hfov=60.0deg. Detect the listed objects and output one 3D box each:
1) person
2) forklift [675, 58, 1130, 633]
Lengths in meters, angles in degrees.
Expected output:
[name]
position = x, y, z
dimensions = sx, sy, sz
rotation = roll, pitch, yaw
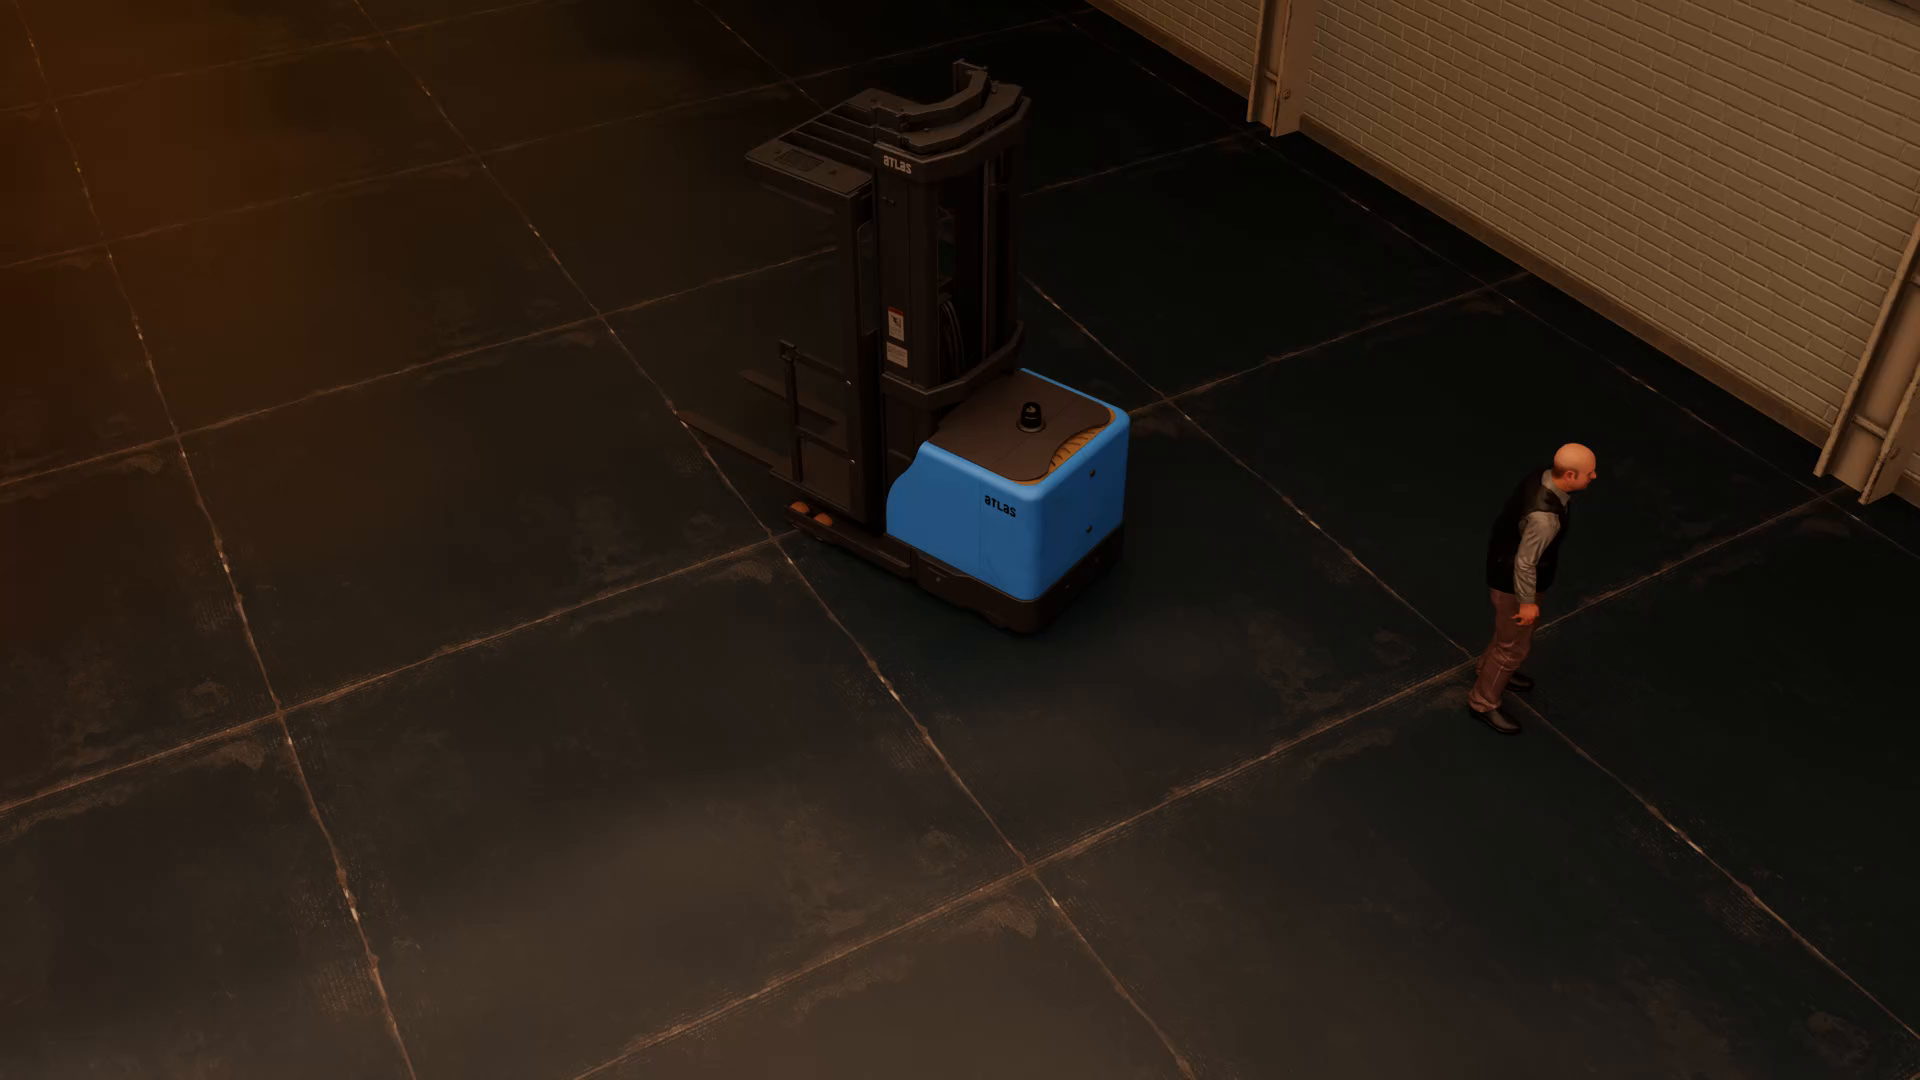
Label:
[person]
position = 2.969, 0.235, 8.779
dimensions = 0.419, 1.622, 0.594
rotation = 15, 42, 18
[forklift]
position = -0.481, -1.366, 9.683
dimensions = 3.031, 2.935, 1.130
rotation = 26, 46, 28
